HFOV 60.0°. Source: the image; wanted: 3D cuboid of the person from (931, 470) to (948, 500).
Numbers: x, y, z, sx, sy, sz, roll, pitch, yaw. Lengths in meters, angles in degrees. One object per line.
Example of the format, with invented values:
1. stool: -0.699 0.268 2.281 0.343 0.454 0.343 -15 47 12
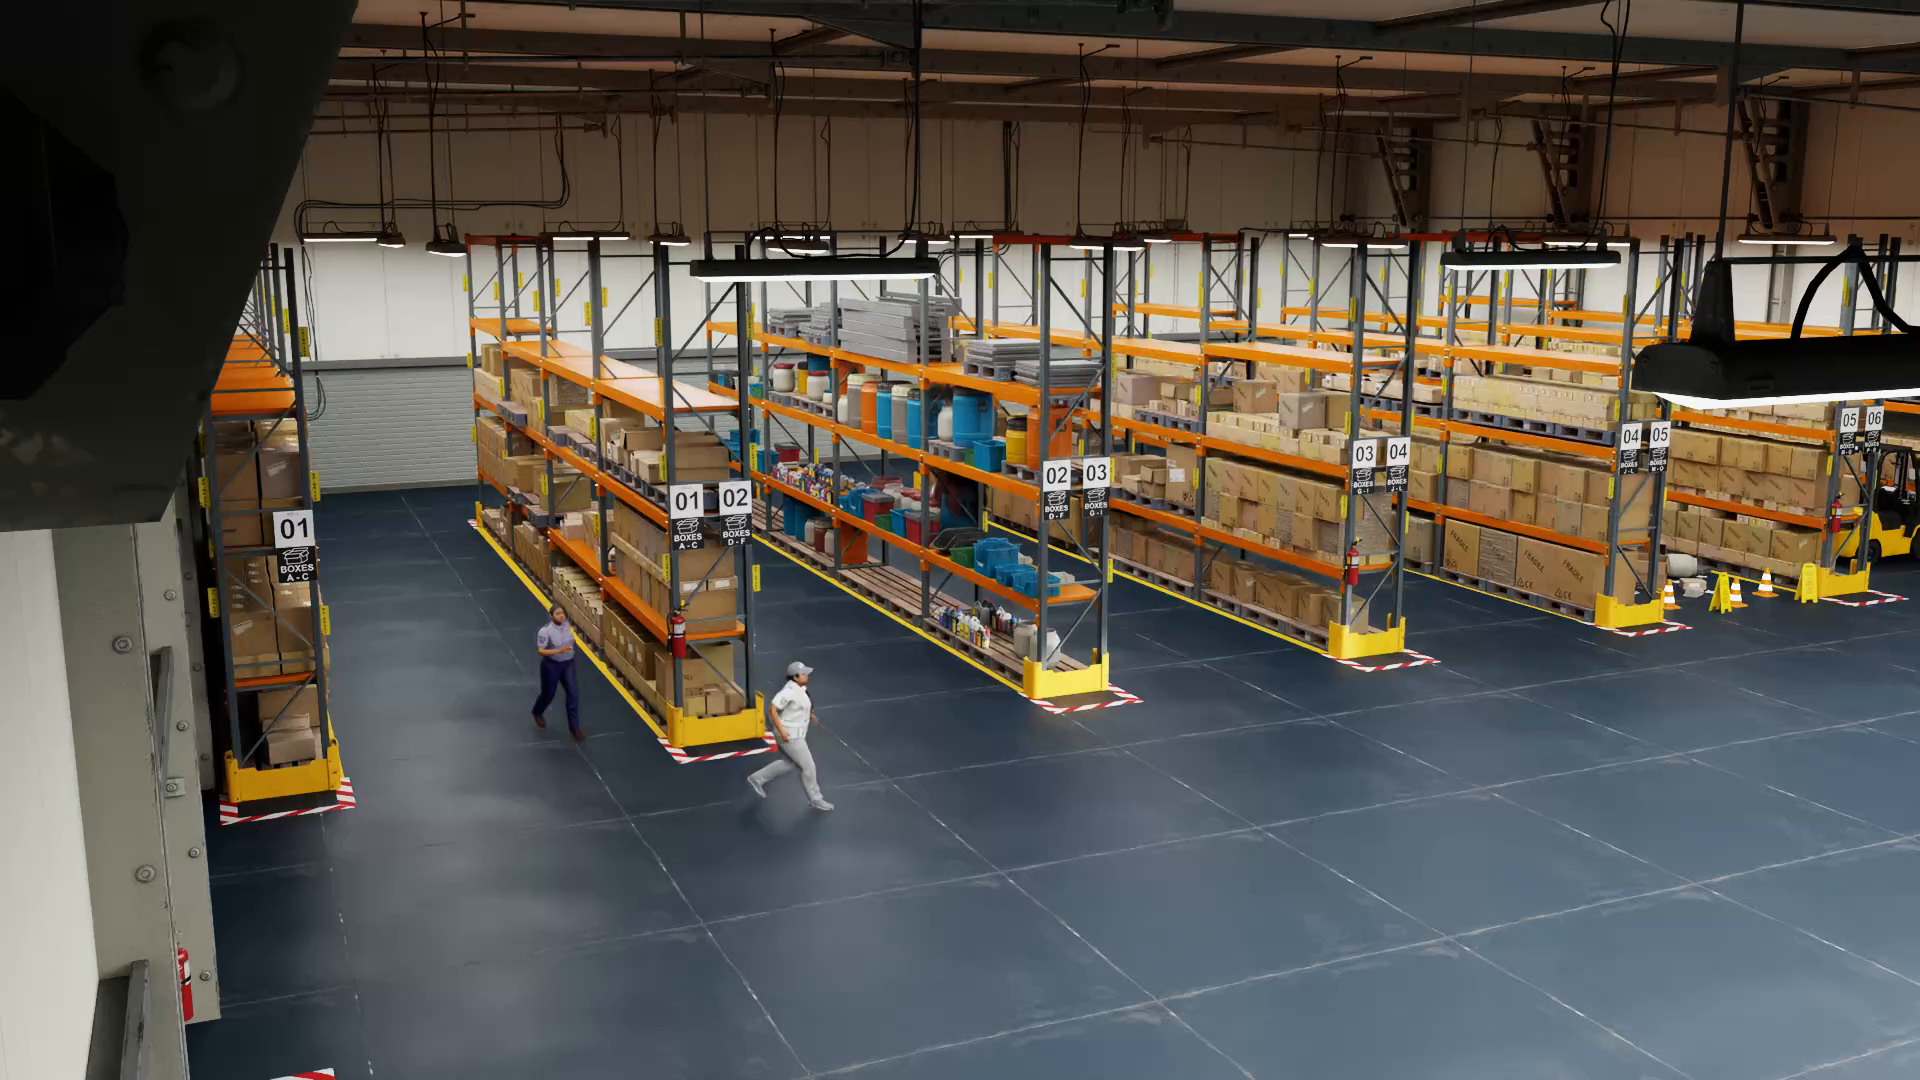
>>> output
1. person: -0.357 -0.494 31.362 0.548 1.686 0.770 -7 13 -30

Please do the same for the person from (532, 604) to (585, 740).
1. person: -4.976 1.587 20.506 0.933 1.652 0.598 11 15 44

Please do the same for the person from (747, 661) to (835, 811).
1. person: -1.848 2.114 17.932 0.964 1.668 0.629 1 11 3
